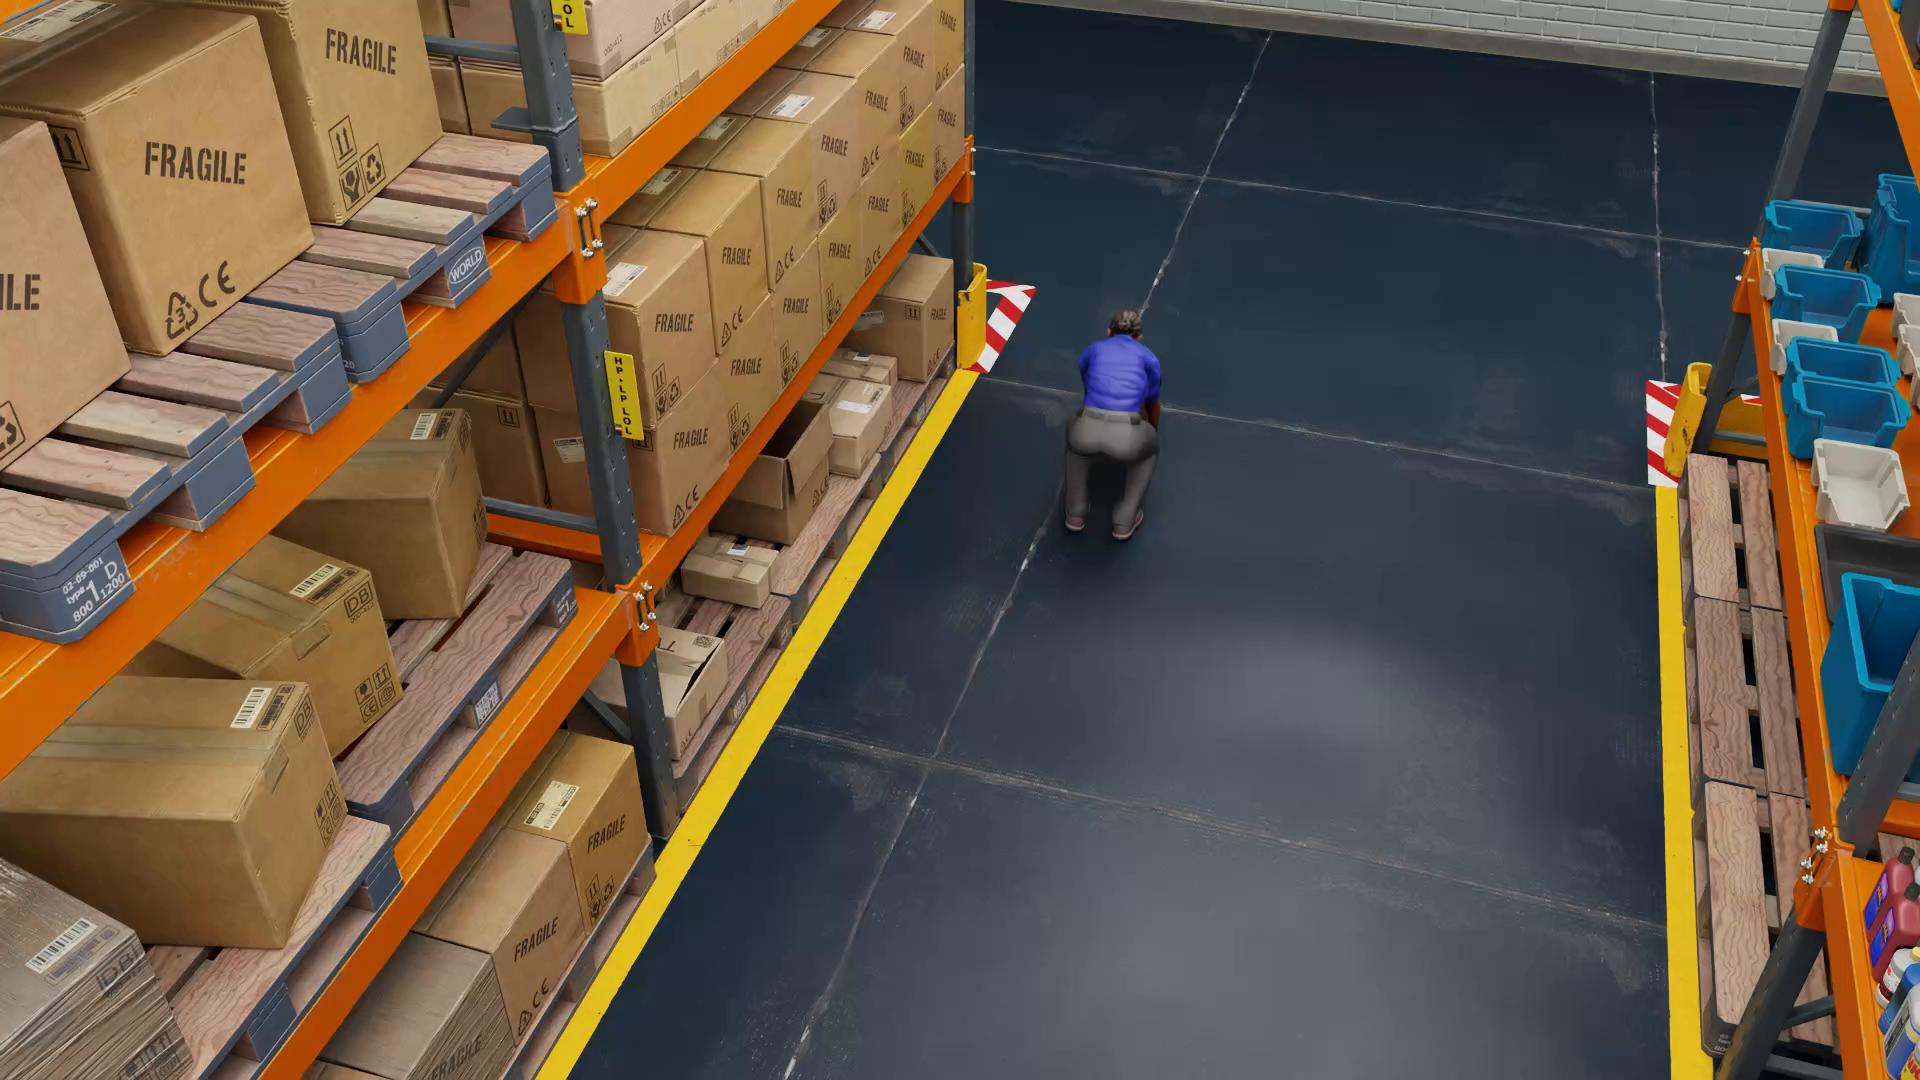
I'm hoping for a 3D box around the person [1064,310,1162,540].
[{"bbox_3d":[0.758,-0.557,8.220,0.472,0.946,0.860,9,38,12],"label":"person"}]
